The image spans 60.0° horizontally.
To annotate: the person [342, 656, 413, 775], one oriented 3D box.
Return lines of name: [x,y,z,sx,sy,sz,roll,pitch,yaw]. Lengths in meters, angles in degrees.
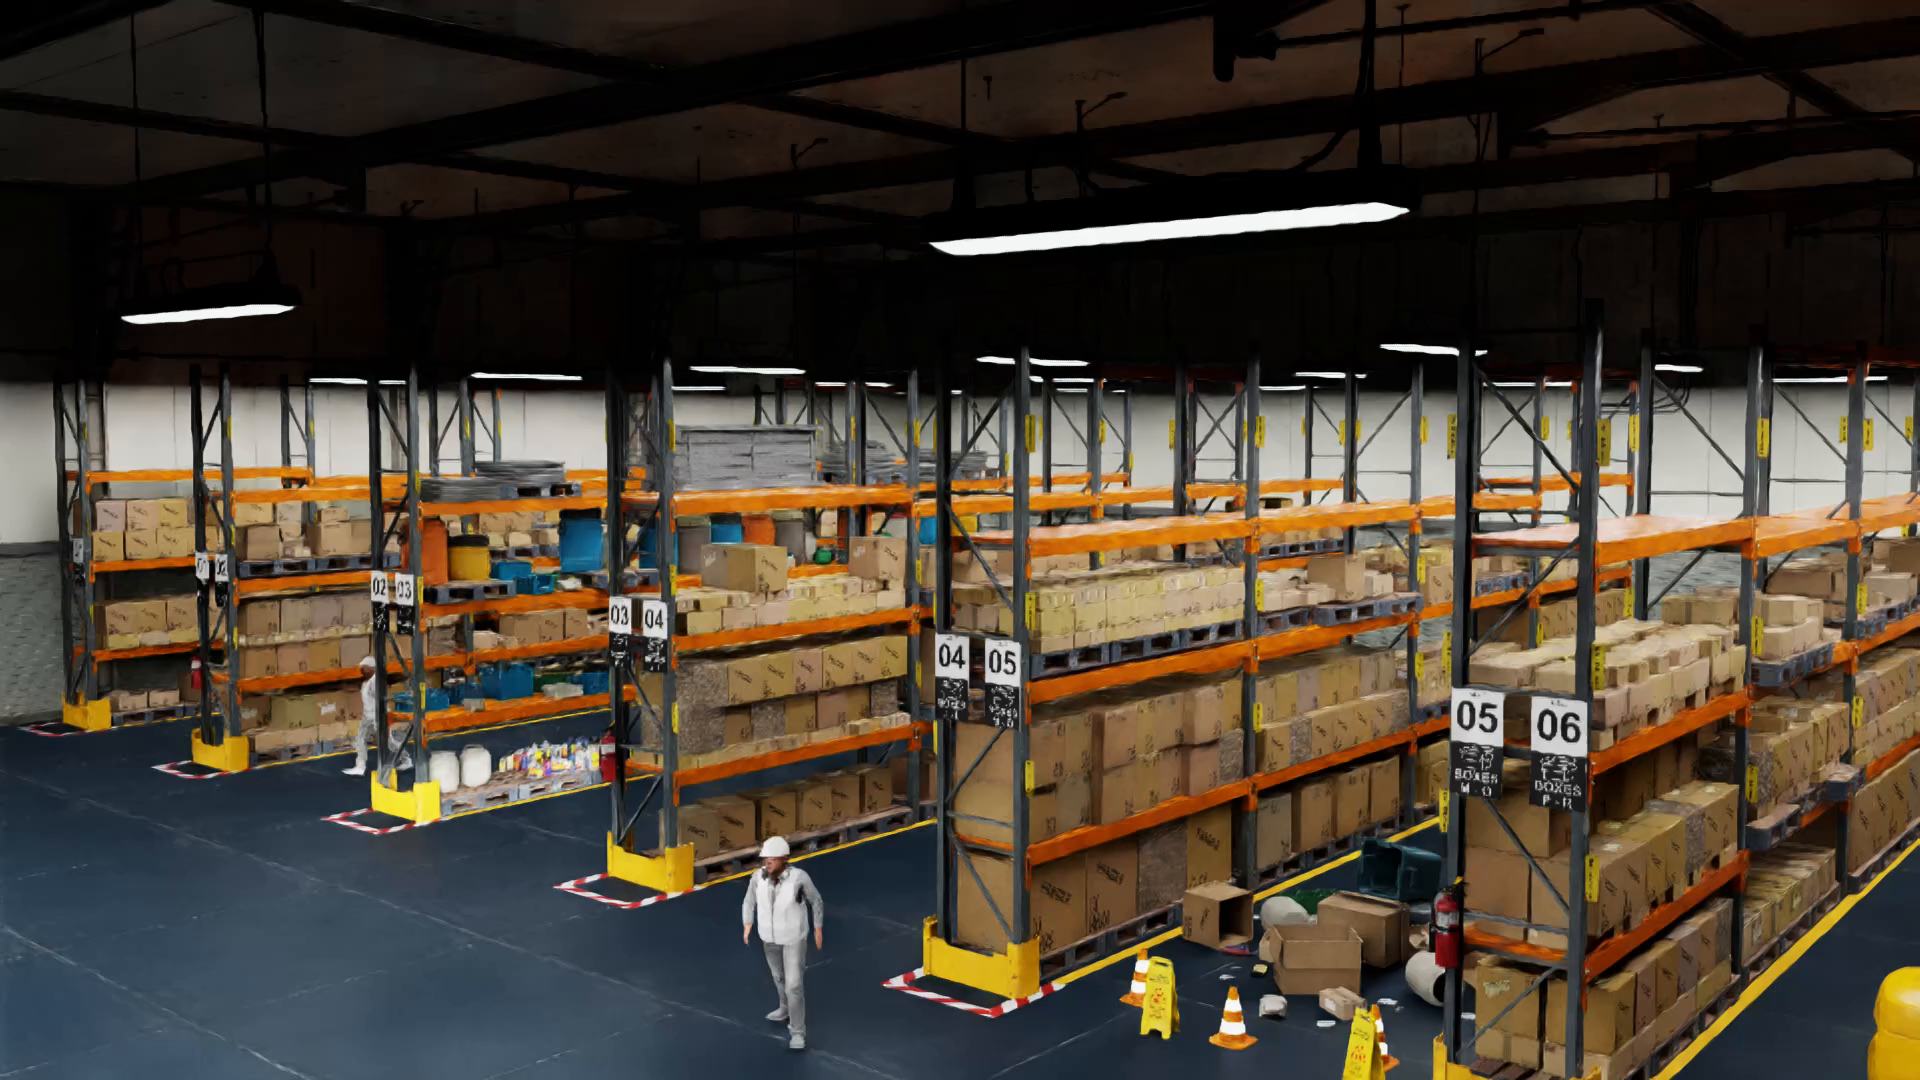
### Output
person: [-8.471,2.553,24.176,0.950,1.746,0.589,-3,5,-34]

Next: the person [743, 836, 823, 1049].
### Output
person: [-1.461,3.298,13.937,0.675,1.715,0.842,2,4,23]
